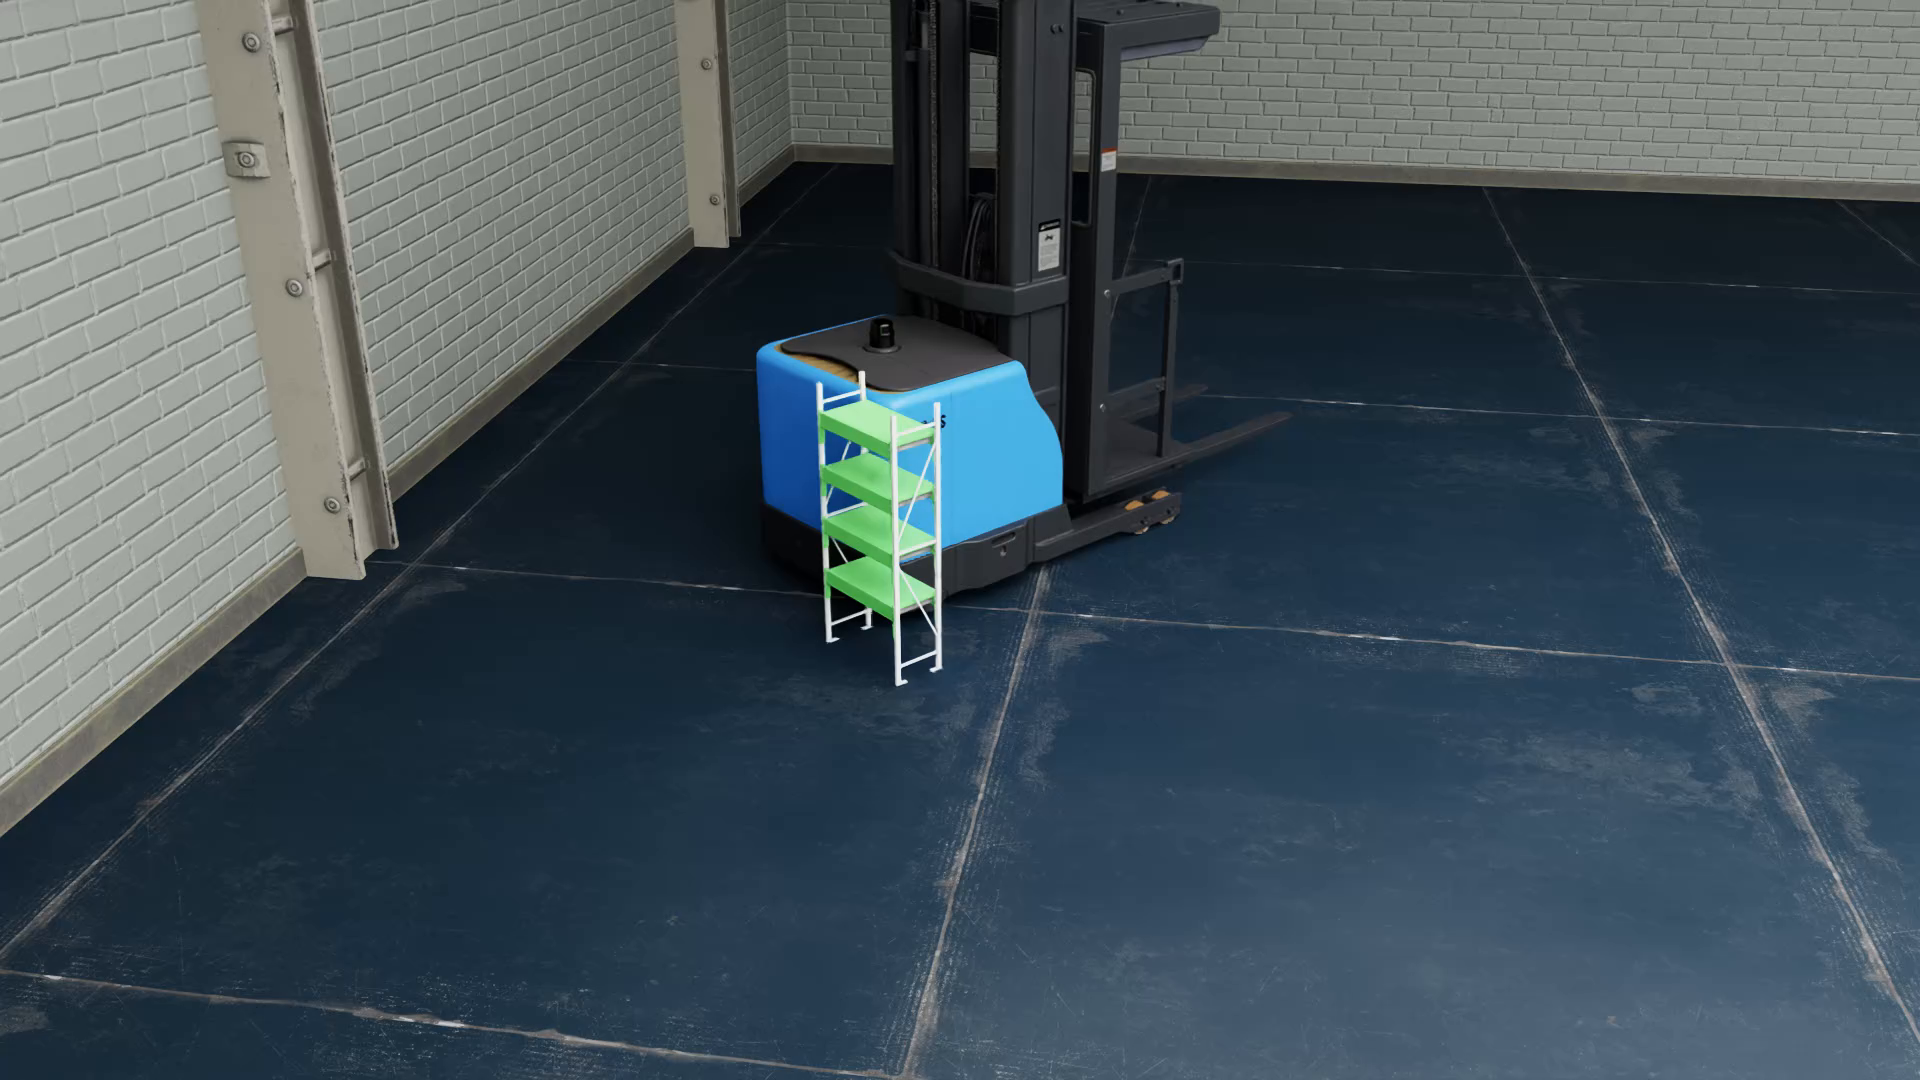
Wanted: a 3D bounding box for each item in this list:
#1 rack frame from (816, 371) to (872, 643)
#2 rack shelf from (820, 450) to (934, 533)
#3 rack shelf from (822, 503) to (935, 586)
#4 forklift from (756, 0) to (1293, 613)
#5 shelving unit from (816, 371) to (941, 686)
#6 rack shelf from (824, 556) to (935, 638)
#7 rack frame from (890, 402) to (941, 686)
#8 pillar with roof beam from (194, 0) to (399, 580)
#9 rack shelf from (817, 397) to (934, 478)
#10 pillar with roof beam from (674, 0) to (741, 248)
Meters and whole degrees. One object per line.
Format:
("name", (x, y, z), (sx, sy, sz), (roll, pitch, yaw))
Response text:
("rack frame", (-0.491, -0.126, 7.103), (0.240, 1.200, 0.015), (-20, 32, -36))
("rack shelf", (-0.333, -0.206, 6.860), (0.258, 0.148, 0.480), (-20, 32, -36))
("rack shelf", (-0.333, 0.011, 6.962), (0.258, 0.148, 0.480), (-20, 32, -36))
("forklift", (0.489, -1.504, 8.006), (3.031, 2.935, 1.130), (-20, 32, -37))
("shelving unit", (-0.333, -0.047, 6.935), (0.258, 1.200, 0.503), (-20, 32, -36))
("rack shelf", (-0.333, 0.228, 7.064), (0.258, 0.148, 0.480), (-20, 32, -36))
("rack frame", (-0.175, 0.032, 6.766), (0.240, 1.200, 0.015), (-20, 32, -36))
("pillar with roof beam", (1.300, -3.682, 5.501), (9.100, 9.000, 0.400), (4, 25, 9))
("rack shelf", (-0.333, -0.424, 6.759), (0.258, 0.148, 0.480), (-20, 32, -36))
("pillar with roof beam", (2.281, -6.191, 10.862), (9.100, 9.000, 0.400), (4, 25, 9))
